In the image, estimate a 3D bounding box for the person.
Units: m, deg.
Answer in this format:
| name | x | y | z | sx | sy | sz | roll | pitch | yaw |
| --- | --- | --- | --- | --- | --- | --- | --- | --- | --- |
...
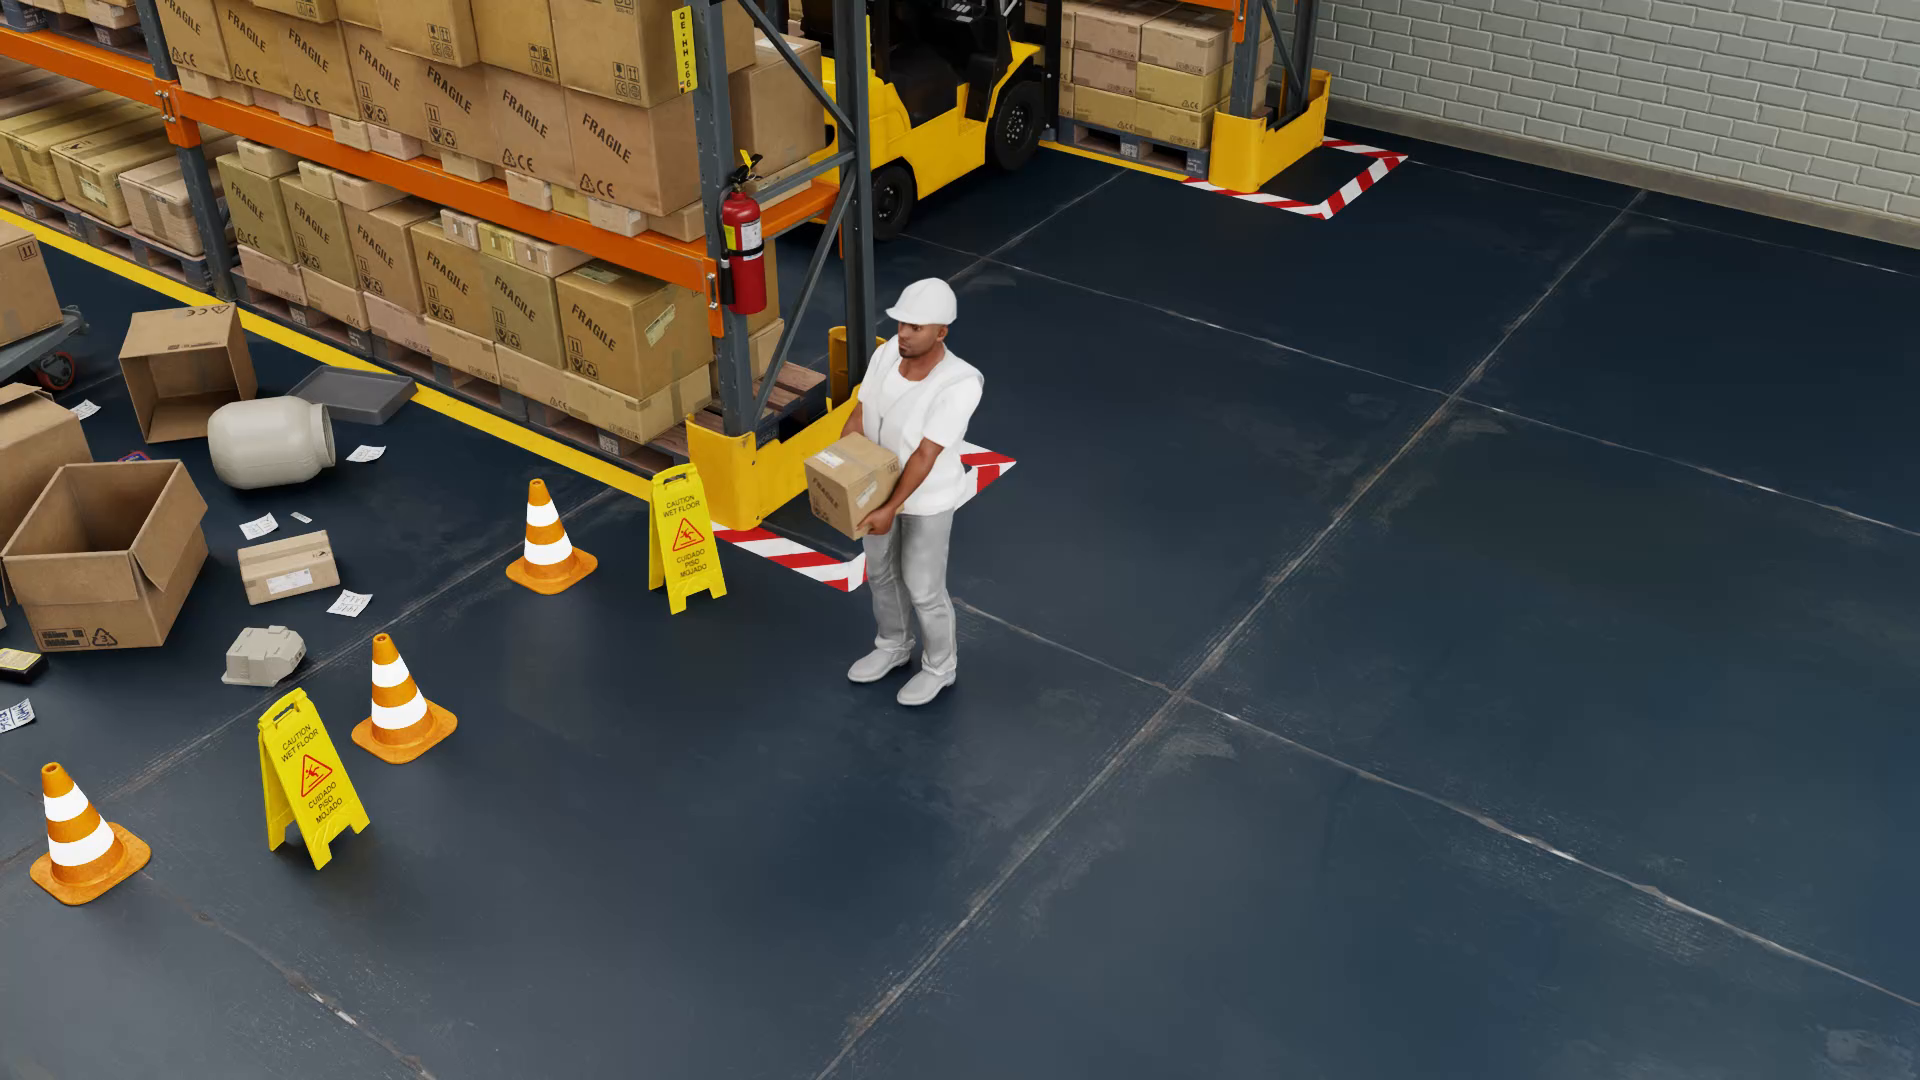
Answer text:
| name | x | y | z | sx | sy | sz | roll | pitch | yaw |
| --- | --- | --- | --- | --- | --- | --- | --- | --- | --- |
| person | -0.246 | -0.139 | 6.331 | 0.587 | 1.760 | 0.503 | -28 | 43 | -34 |
